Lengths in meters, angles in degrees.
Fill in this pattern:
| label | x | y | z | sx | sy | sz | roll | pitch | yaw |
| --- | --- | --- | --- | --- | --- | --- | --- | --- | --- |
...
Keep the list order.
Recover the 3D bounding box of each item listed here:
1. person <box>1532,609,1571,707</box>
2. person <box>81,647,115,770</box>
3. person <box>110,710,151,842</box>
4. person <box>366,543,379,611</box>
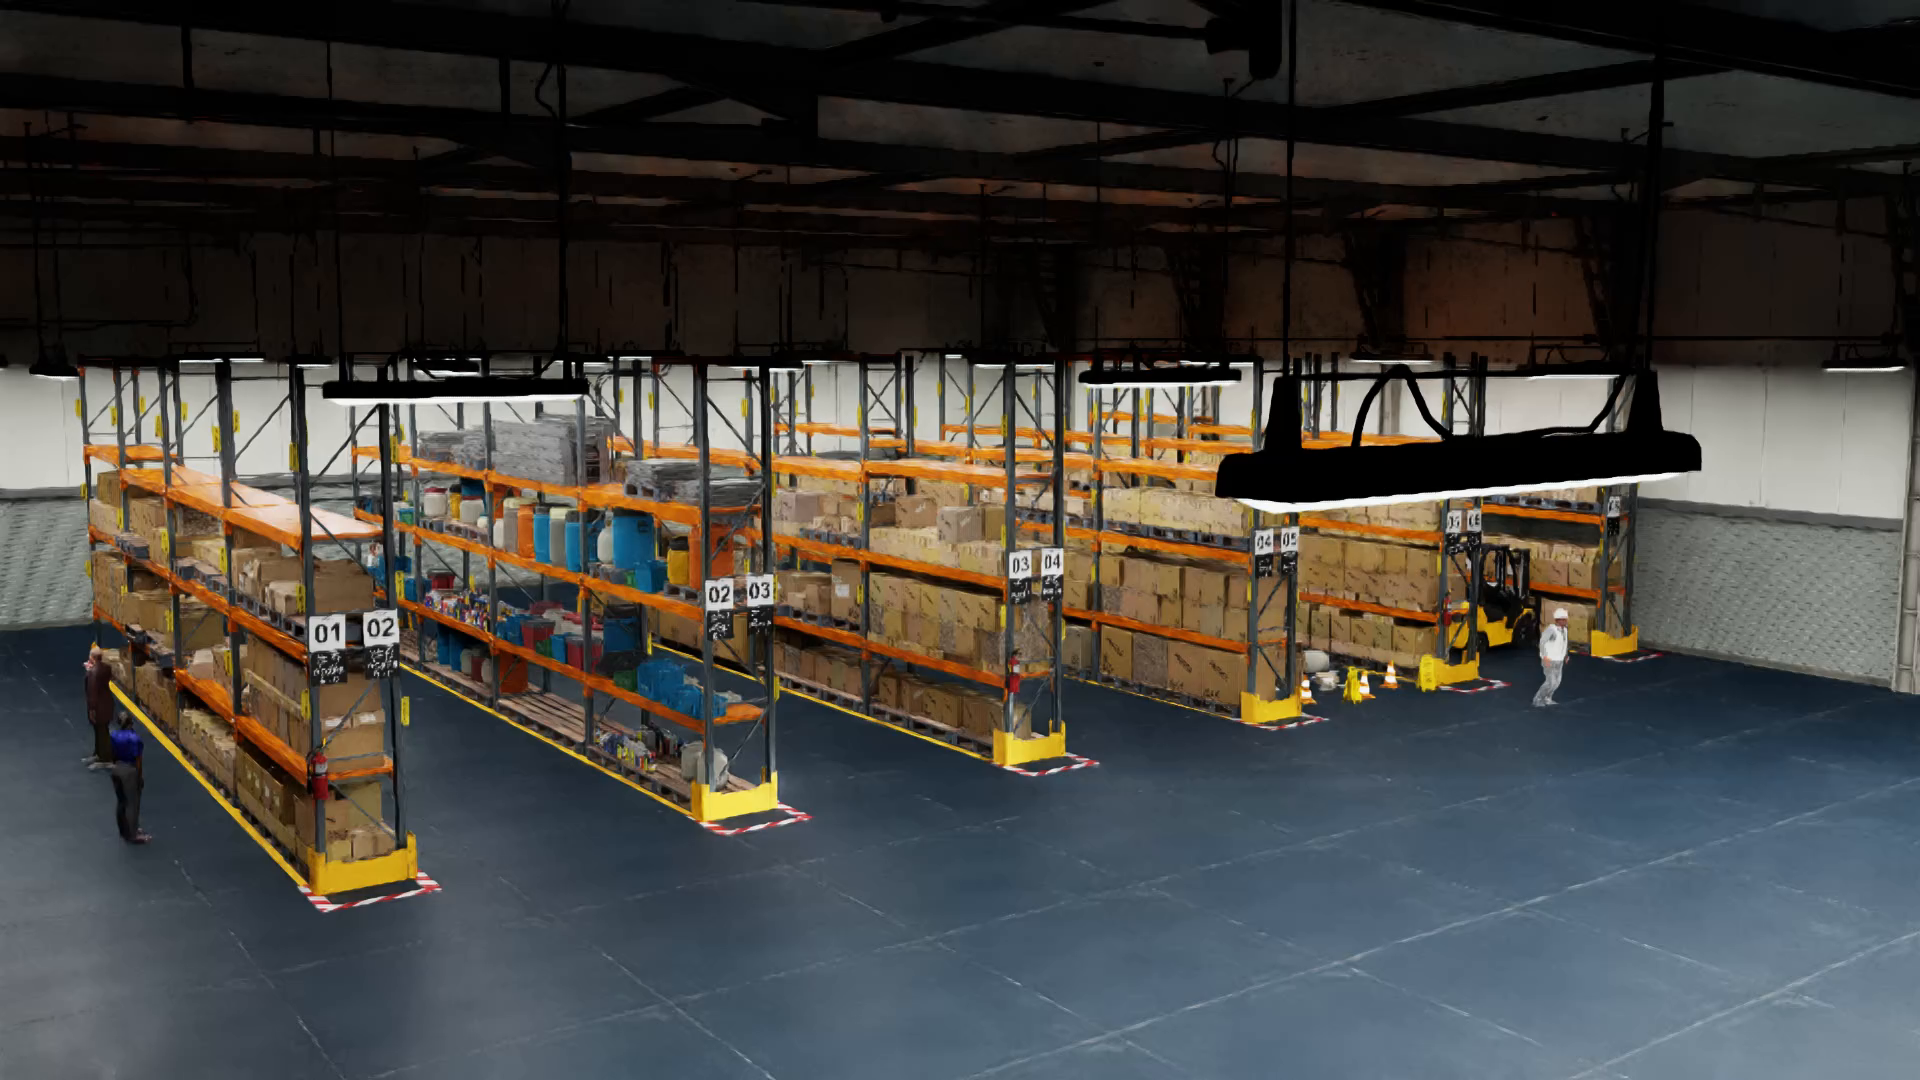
| label | x | y | z | sx | sy | sz | roll | pitch | yaw |
| --- | --- | --- | --- | --- | --- | --- | --- | --- | --- |
| person | 10.204 | 2.020 | 28.605 | 0.677 | 1.726 | 0.574 | -5 | 9 | -37 |
| person | -12.750 | 2.464 | 24.535 | 0.551 | 1.782 | 0.634 | -1 | 7 | -4 |
| person | -10.474 | 2.958 | 20.982 | 0.499 | 1.661 | 0.415 | 3 | 8 | 23 |
| person | -13.688 | 0.876 | 38.516 | 0.469 | 1.588 | 0.586 | 1 | 7 | 12 |
